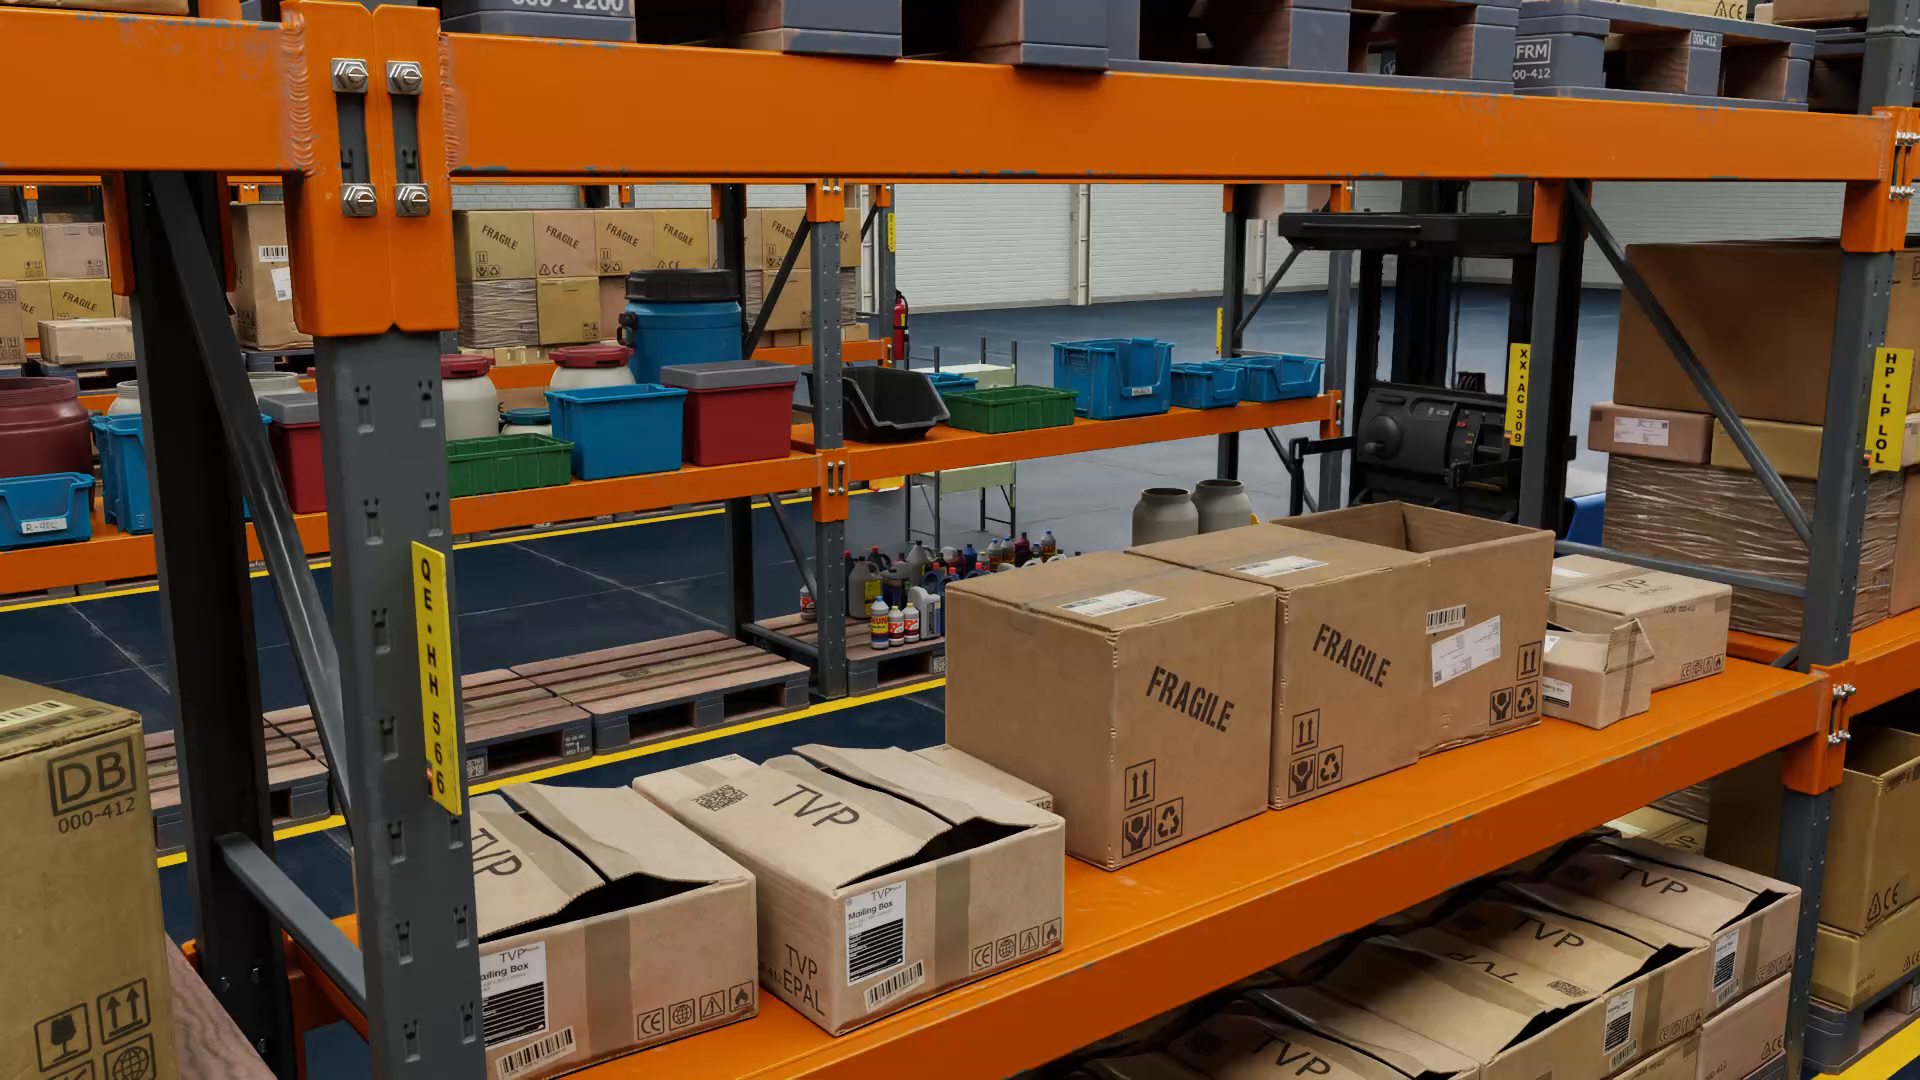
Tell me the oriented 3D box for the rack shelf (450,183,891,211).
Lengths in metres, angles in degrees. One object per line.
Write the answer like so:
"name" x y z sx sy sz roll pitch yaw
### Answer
"rack shelf" -2.484 -2.892 13.538 4.000 0.370 1.077 -9 15 -38

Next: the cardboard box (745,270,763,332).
"cardboard box" -2.102 -2.022 13.971 0.500 0.500 0.875 -9 15 -38

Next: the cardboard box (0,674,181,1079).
"cardboard box" -1.405 0.455 2.014 0.700 0.500 0.500 7 14 31

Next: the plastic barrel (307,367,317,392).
"plastic barrel" -2.746 -0.540 7.625 0.433 0.535 0.433 0 12 0

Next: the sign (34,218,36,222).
"sign" -12.994 -4.370 23.391 0.005 0.325 0.100 -9 15 -38

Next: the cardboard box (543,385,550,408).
"cardboard box" -4.430 -1.921 18.559 0.875 0.875 0.875 -9 15 -37

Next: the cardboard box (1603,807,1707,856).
"cardboard box" 2.366 1.134 5.676 0.500 0.250 0.500 -9 15 -38

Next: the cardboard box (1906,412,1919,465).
"cardboard box" 2.867 -0.346 5.235 0.250 0.149 0.380 -10 16 -39

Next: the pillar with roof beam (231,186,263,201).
"pillar with roof beam" -8.634 -6.740 22.707 0.400 9.000 9.100 -9 15 -38

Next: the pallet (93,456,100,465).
"pallet" -8.574 -0.699 15.414 1.213 0.211 1.003 -9 15 -38

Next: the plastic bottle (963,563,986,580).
"plastic bottle" 0.086 0.305 9.290 0.185 0.351 0.144 -10 16 -40

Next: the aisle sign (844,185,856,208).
"aisle sign" -1.061 -3.365 14.994 0.004 0.787 0.394 -9 15 -38

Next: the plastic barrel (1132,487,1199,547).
"plastic barrel" 1.315 -0.059 10.662 0.421 0.512 0.421 0 12 0

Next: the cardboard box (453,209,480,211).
"cardboard box" -3.866 -2.304 12.893 0.500 0.500 0.500 -9 15 -38

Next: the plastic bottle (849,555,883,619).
"plastic bottle" -0.538 0.260 9.502 0.185 0.351 0.144 -9 15 -38

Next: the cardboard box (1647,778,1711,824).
"cardboard box" 2.763 0.704 5.895 0.500 0.500 0.500 -9 15 -38

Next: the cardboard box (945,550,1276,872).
"cardboard box" 0.317 0.340 3.567 0.500 0.500 0.500 -11 16 -41

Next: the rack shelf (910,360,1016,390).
"rack shelf" 0.005 -1.116 12.396 0.720 0.370 0.431 -9 15 -38

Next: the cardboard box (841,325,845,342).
"cardboard box" -1.211 -1.811 14.539 0.250 0.149 0.380 -9 15 -38

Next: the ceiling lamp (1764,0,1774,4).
"ceiling lamp" 16.669 -11.716 32.088 0.800 3.185 2.000 -9 15 -38

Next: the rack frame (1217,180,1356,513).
"rack frame" 2.172 -1.233 11.214 0.127 3.000 1.000 -9 15 -38

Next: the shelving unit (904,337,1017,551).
"shelving unit" 0.005 -0.735 12.477 0.755 1.500 0.431 -9 15 -38

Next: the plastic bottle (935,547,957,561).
"plastic bottle" -0.097 0.186 10.031 0.135 0.276 0.152 -9 15 -37

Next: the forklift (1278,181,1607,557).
"forklift" 2.252 -0.579 8.298 3.031 2.935 1.130 -9 15 -36

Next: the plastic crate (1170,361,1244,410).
"plastic crate" 1.458 -0.963 10.302 0.408 0.251 0.499 -9 15 -38

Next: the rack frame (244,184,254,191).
"rack frame" -7.065 -2.335 16.403 0.127 3.000 1.000 -9 15 -38

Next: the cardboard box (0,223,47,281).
"cardboard box" -8.640 -2.610 15.049 0.500 0.500 0.700 -10 15 -38

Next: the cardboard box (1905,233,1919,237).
"cardboard box" 3.658 -0.848 6.034 0.500 0.500 0.700 -9 15 -38

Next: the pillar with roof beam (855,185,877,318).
"pillar with roof beam" 0.736 -8.297 30.040 0.548 9.000 9.100 -9 15 -38

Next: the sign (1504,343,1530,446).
"sign" 1.792 -0.462 5.308 0.005 0.325 0.100 -9 15 -38

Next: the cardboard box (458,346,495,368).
"cardboard box" -3.690 -1.373 12.480 0.250 0.149 0.380 -9 15 -38

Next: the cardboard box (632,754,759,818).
"cardboard box" -0.454 0.570 3.326 0.250 0.149 0.380 -9 15 -38

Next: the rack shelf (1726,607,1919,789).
"rack shelf" 3.702 0.182 6.280 4.000 0.370 1.077 -9 15 -38

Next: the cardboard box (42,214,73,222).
"cardboard box" -10.825 -3.838 19.953 0.250 0.149 0.380 -10 15 -38

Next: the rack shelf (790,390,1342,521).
"rack shelf" 0.610 -0.622 10.066 4.000 0.370 1.077 -9 15 -38

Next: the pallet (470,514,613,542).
"pallet" -3.543 -0.246 13.280 1.213 0.211 1.003 -9 15 -38

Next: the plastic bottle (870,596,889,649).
"plastic bottle" -0.429 0.435 8.867 0.097 0.271 0.097 0 12 0

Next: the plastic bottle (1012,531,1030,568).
"plastic bottle" 0.374 0.092 10.456 0.133 0.283 0.061 -9 15 -37

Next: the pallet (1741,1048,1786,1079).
"pallet" 1.589 1.556 4.793 1.213 0.211 1.003 -9 15 -38

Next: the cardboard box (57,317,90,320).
"cardboard box" -6.036 -1.398 11.304 0.258 0.266 0.396 -10 16 -39

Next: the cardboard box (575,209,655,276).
"cardboard box" -2.755 -2.348 13.100 0.500 0.500 0.500 -9 15 -38

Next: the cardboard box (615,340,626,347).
"cardboard box" -2.729 -1.540 13.263 0.250 0.149 0.380 -9 15 -38

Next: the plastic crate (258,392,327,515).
"plastic crate" -2.622 -0.386 7.072 0.583 0.464 0.402 -9 15 -38

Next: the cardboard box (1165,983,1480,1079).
"cardboard box" 0.815 1.252 3.771 0.500 0.311 0.500 -10 15 -38

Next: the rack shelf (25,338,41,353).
"rack shelf" -8.627 -1.723 15.255 4.000 0.370 1.077 -9 15 -38

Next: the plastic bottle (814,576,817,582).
"plastic bottle" -0.782 0.284 9.552 0.133 0.283 0.061 -9 15 -35

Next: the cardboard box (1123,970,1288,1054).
"cardboard box" 0.462 1.168 4.165 0.500 0.311 0.500 -9 15 -36
